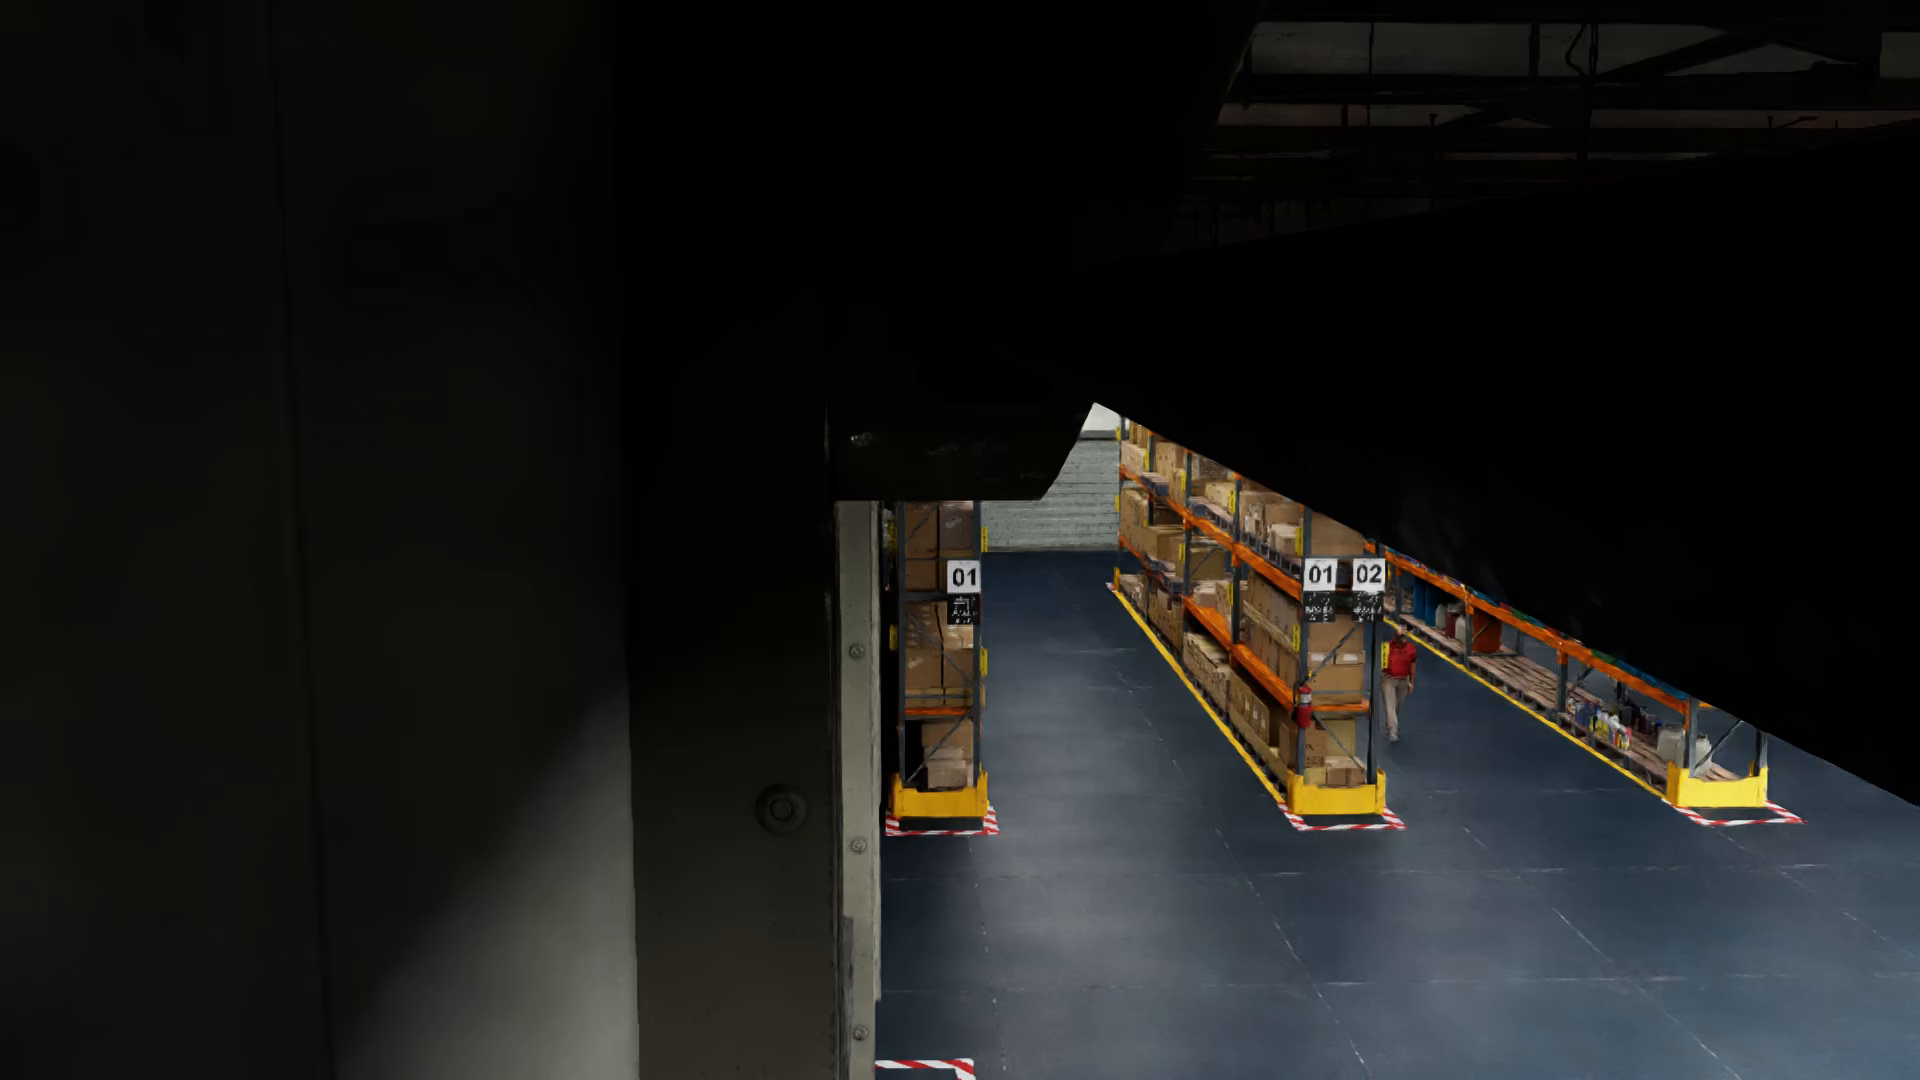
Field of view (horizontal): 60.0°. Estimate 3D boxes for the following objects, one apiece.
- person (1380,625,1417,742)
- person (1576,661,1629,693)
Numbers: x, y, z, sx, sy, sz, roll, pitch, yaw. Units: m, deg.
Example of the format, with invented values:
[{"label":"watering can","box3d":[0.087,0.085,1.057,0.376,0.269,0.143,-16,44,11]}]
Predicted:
[{"label":"person","box3d":[6.348,2.040,24.092,0.541,1.639,1.106,-1,8,-4]},{"label":"person","box3d":[10.392,1.607,26.904,0.536,1.707,1.036,-2,8,-11]}]
